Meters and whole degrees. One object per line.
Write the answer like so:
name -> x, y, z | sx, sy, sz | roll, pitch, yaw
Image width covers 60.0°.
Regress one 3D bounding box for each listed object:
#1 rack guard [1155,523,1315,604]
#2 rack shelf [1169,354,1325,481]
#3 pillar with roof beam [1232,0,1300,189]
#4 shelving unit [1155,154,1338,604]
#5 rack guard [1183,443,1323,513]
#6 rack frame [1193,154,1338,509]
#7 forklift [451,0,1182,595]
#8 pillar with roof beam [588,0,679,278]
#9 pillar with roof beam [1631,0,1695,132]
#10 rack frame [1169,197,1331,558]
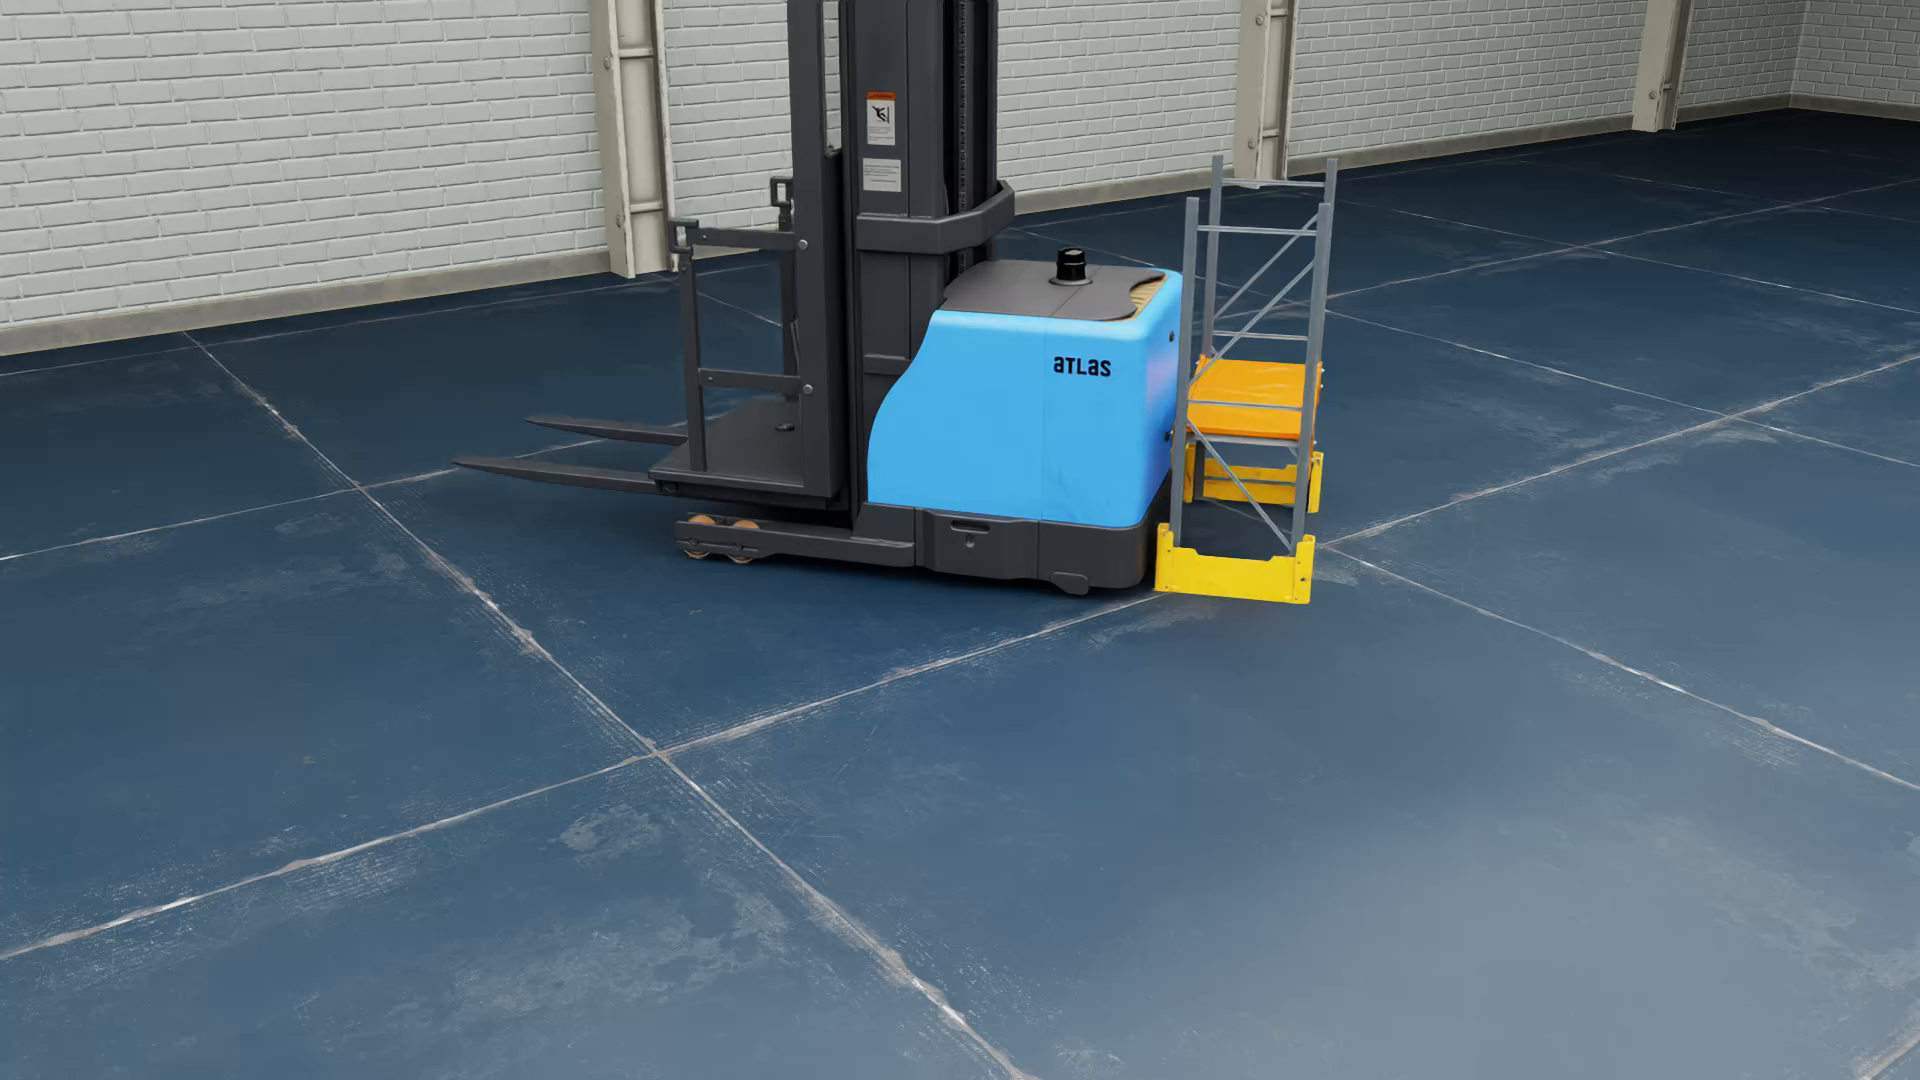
rack guard -> 1.043, 0.089, 6.335 | 0.587, 0.250, 0.087 | 5, 22, 12
rack shelf -> 1.159, -0.507, 6.628 | 0.538, 0.185, 1.000 | 5, 22, 12
pillar with roof beam -> 5.183, -6.063, 9.948 | 0.400, 9.000, 9.100 | -15, 26, -33
shelving unit -> 1.157, -0.671, 6.553 | 0.587, 1.500, 1.083 | 5, 22, 12
rack guard -> 1.270, -0.271, 7.235 | 0.587, 0.250, 0.087 | 5, 22, 12
rack frame -> 1.276, -0.858, 7.021 | 0.500, 1.500, 0.032 | 5, 22, 12
forklift -> -0.642, -1.449, 6.573 | 3.031, 2.935, 1.130 | 6, 23, 15
pillar with roof beam -> 0.312, -4.764, 6.693 | 0.400, 9.000, 9.100 | -15, 26, -33
pillar with roof beam -> 10.053, -7.361, 13.202 | 0.400, 9.000, 9.100 | -15, 26, -33
rack frame -> 1.044, -0.491, 6.102 | 0.500, 1.500, 0.032 | 5, 22, 12
